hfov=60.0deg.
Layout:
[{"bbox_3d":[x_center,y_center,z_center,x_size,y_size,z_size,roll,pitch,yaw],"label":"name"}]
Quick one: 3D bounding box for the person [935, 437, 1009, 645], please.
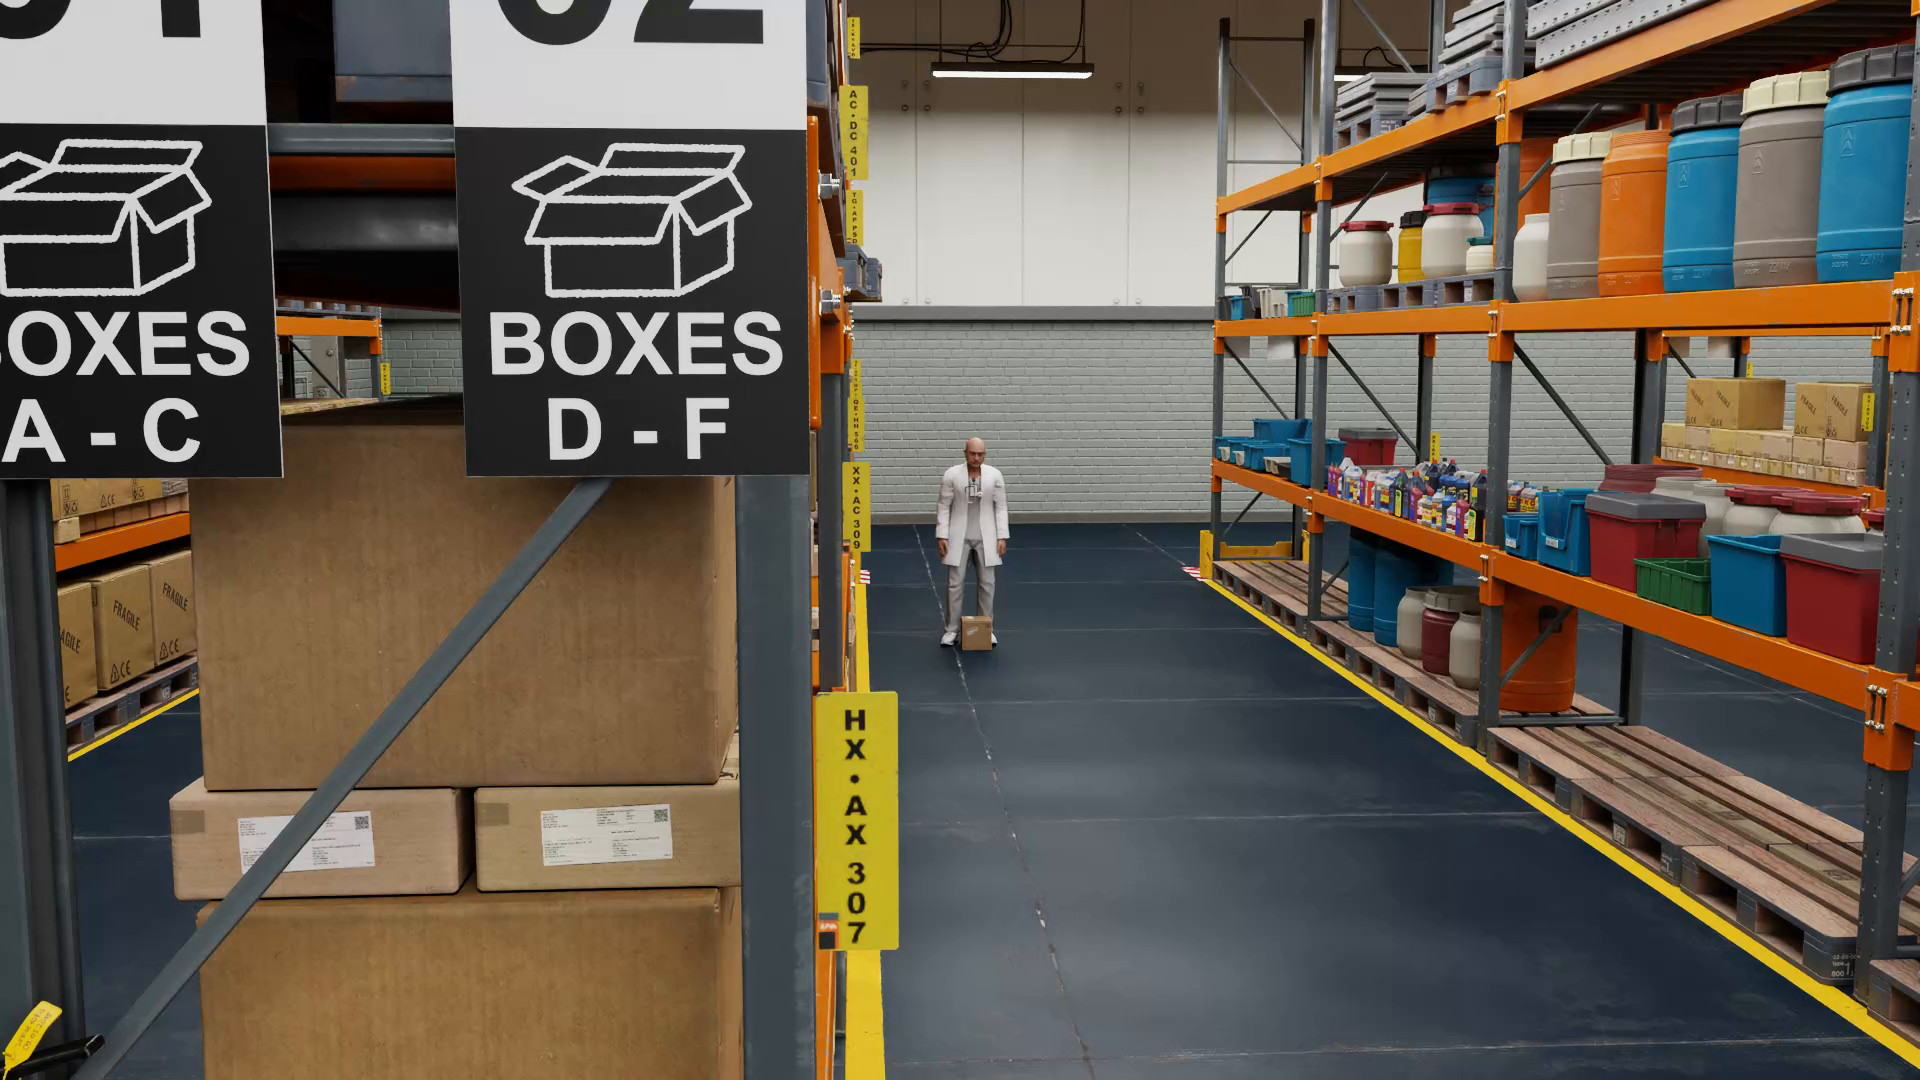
[{"bbox_3d":[0.103,0.005,14.261,0.640,1.773,0.424,-1,7,-5],"label":"person"}]
